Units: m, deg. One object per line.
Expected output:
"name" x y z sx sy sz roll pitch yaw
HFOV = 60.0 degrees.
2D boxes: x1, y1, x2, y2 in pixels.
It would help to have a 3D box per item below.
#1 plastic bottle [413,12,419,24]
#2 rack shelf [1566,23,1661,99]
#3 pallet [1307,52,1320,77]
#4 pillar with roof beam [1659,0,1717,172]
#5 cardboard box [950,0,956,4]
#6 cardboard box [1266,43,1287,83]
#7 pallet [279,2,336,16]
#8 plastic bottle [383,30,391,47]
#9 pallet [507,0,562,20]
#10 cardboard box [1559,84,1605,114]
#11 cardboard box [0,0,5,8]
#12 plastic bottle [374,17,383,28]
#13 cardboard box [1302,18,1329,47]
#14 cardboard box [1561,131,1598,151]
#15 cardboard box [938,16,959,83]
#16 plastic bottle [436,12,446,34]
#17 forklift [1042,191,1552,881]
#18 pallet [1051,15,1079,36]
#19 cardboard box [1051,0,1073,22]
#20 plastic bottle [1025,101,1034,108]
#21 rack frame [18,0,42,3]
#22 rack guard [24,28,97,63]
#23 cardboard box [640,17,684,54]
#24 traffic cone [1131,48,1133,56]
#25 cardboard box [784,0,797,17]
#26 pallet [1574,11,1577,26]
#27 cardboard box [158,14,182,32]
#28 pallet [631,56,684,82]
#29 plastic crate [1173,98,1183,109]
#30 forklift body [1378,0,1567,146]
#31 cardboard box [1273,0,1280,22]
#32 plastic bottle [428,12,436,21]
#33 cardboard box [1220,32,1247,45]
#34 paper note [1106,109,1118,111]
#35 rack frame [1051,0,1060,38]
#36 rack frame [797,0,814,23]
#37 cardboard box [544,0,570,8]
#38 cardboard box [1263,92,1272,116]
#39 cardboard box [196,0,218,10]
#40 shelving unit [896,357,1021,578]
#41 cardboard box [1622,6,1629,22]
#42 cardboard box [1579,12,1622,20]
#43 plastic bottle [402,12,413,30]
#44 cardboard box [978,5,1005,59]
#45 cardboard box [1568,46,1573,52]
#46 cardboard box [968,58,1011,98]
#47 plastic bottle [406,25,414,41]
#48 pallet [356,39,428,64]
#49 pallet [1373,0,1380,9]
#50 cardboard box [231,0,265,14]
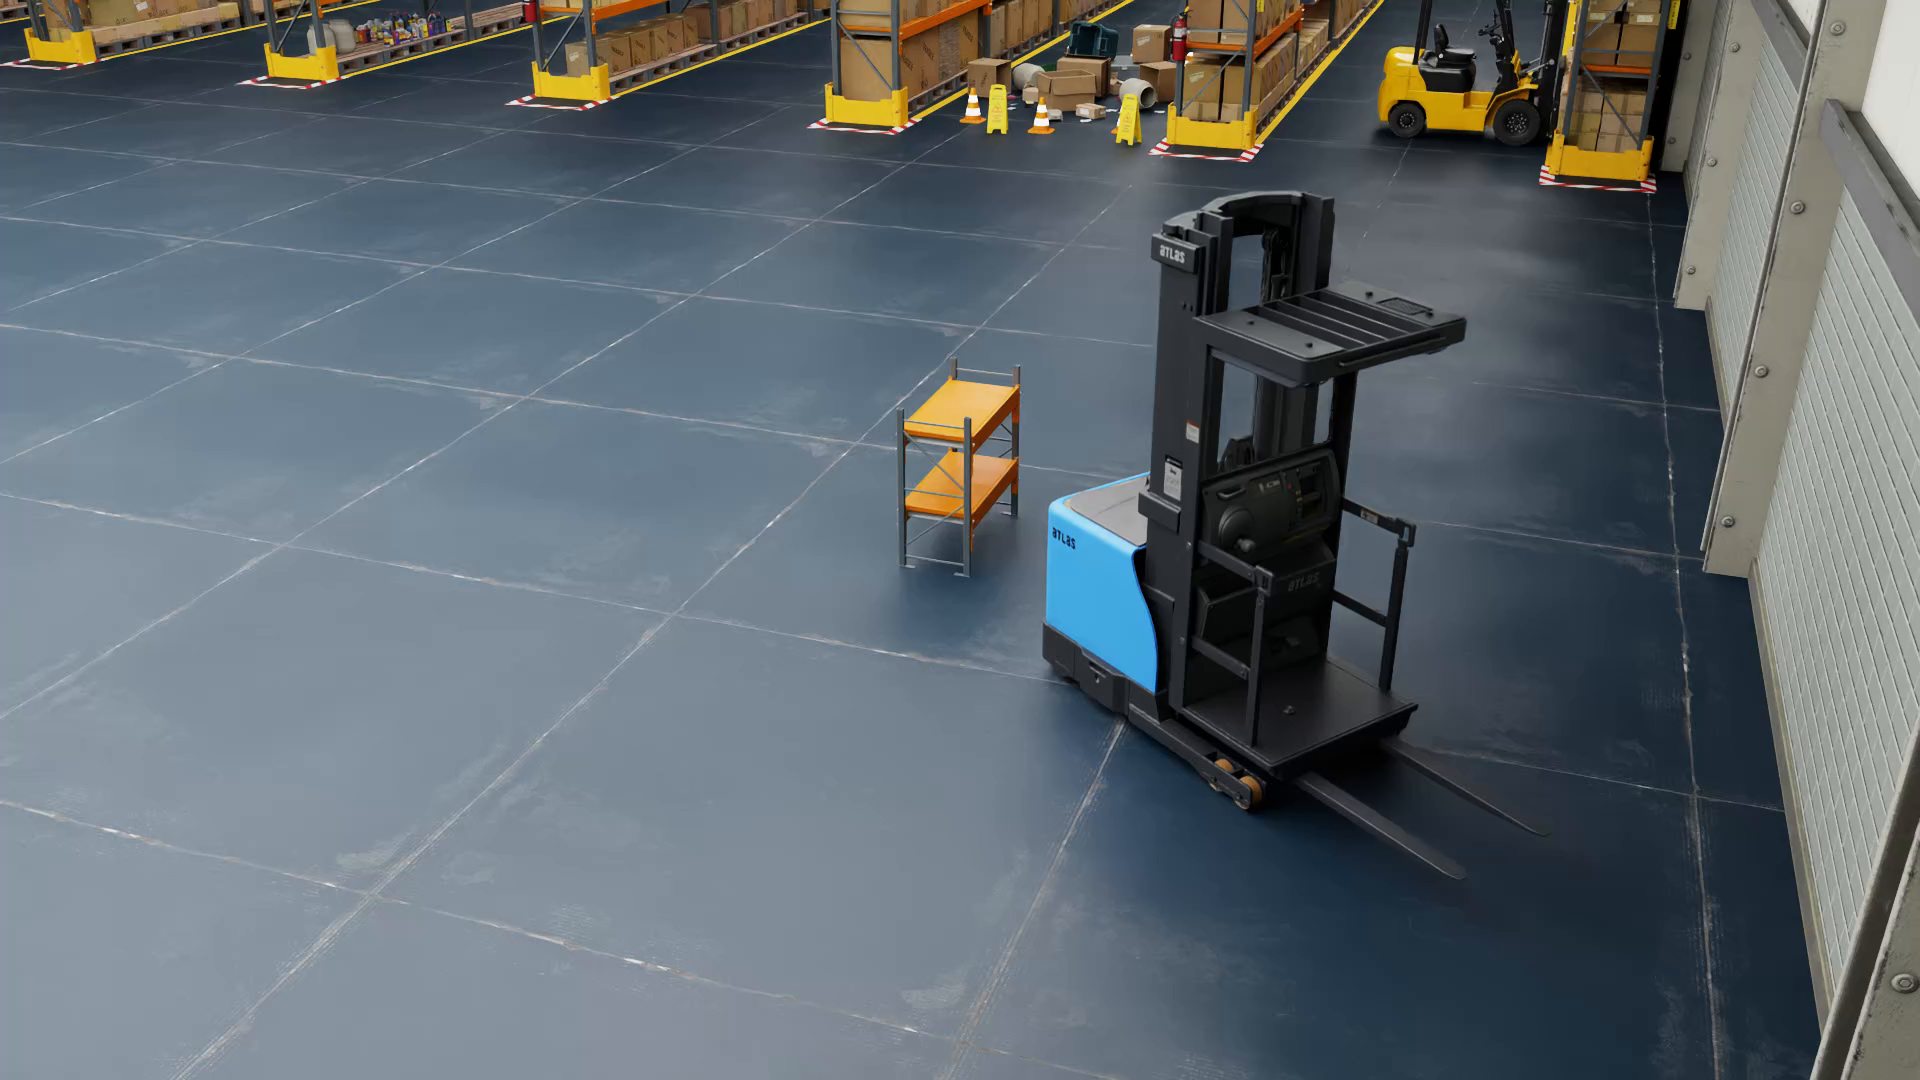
"plastic bottle" -9.830 -9.394 30.060 0.097 0.271 0.097 0 26 0
"rack shelf" 8.722 -6.472 22.224 1.077 0.370 4.000 9 27 17
"pallet" 5.367 -7.904 27.556 1.003 0.211 1.213 9 27 17
"pillar with roof beam" 5.078 -9.454 20.673 9.100 9.000 0.400 9 27 17
"cardboard box" -0.560 -8.492 25.399 0.875 0.550 0.550 9 27 17
"cardboard box" 4.425 -6.924 24.145 0.500 0.500 0.500 10 28 20
"pallet" -13.368 -10.768 33.470 1.003 0.211 1.213 9 27 17
"plastic bottle" -9.744 -8.518 28.249 0.097 0.271 0.097 0 26 0
"pallet" -8.274 -10.567 33.057 1.003 0.211 1.213 9 27 17
"cardboard box" 7.915 -5.610 21.144 0.500 0.250 0.500 10 27 19
"cardboard box" -18.961 -10.569 32.223 0.500 0.500 0.500 7 27 14
"plastic bottle" -10.175 -8.973 29.100 0.144 0.351 0.185 9 27 17
"cardboard box" 5.839 -8.755 28.648 0.950 0.372 0.625 7 27 14
"cardboard box" 7.915 -5.164 21.371 0.500 0.250 0.500 9 27 18
"cardboard box" -0.568 -7.626 25.738 0.875 0.875 0.875 9 27 18
"plastic bottle" -9.253 -9.191 29.549 0.144 0.351 0.185 8 27 16
"forklift" 1.736 -0.167 8.454 1.130 2.935 3.031 -17 30 -31
"pallet" 1.596 -9.722 31.311 1.003 0.211 1.213 9 27 17
"cardboard box" 1.811 -9.974 31.018 0.500 0.500 0.500 8 27 15
"plastic bottle" 1.039 -6.530 24.890 0.133 0.061 0.283 0 26 -1
"rack frame" -18.653 -11.928 32.667 1.000 3.000 0.127 9 27 17
"rack guard" -15.319 -8.433 28.316 1.175 0.500 0.348 9 27 17
"cardboard box" -4.994 -8.442 27.854 0.500 0.500 0.500 19 32 34
"traffic cone" 2.951 -8.171 27.819 0.336 0.463 0.334 9 27 17
"cardboard box" -3.513 -10.212 31.486 0.700 0.500 0.500 7 27 15
"pallet" 12.279 -9.932 31.745 1.003 0.211 1.213 9 27 17
"cardboard box" -14.423 -9.323 29.961 0.500 0.250 0.500 9 27 17
"pallet" -5.234 -7.734 27.205 1.003 0.211 1.213 9 27 17
"plastic crate" 3.410 -6.496 24.798 0.402 0.080 0.583 0 26 -1
"forklift body" 6.967 -6.636 22.711 2.313 2.155 1.214 9 27 17
"cardboard box" 4.131 -7.448 22.959 0.500 0.500 0.500 8 27 16
"plastic bottle" -9.389 -9.212 29.592 0.144 0.351 0.185 9 27 17
"cardboard box" 3.682 -6.689 22.134 0.380 0.149 0.250 9 27 18
"paper note" 2.236 -6.355 24.577 0.148 0.019 0.142 20 32 35
"rack frame" 1.335 -10.656 30.040 1.000 3.000 0.127 9 27 17
"rack frame" -3.309 -11.417 31.612 1.000 3.000 0.127 9 27 17
"cardboard box" -6.071 -8.163 25.180 0.380 0.149 0.250 9 27 17
"cardboard box" 4.080 -6.144 23.394 0.500 0.250 0.500 10 27 19
"cardboard box" -14.106 -10.074 30.651 0.500 0.500 0.500 9 27 17
"shelving unit" 0.002 -0.509 11.234 0.538 1.125 1.048 9 27 17
"cardboard box" 8.436 -6.523 20.646 0.380 0.149 0.250 9 27 17
"cardboard box" 8.154 -6.471 21.282 0.500 0.500 0.500 10 27 19
"plastic bottle" -9.835 -9.205 29.577 0.144 0.351 0.185 9 27 17
"cardboard box" 0.125 -8.457 27.598 1.050 0.750 0.750 9 27 17
"cardboard box" 8.930 -6.866 23.738 0.500 0.250 0.500 8 27 17
"cardboard box" 0.455 -7.102 25.565 0.500 0.500 0.500 14 29 26
"plastic bottle" -9.530 -8.783 28.797 0.097 0.271 0.097 0 26 0
"pallet" -9.978 -8.463 28.711 1.003 0.211 1.213 9 27 17
"pallet" 8.099 -11.173 34.307 1.003 0.211 1.213 9 27 17
"cardboard box" -13.613 -10.293 31.963 0.500 0.250 0.500 8 27 16
